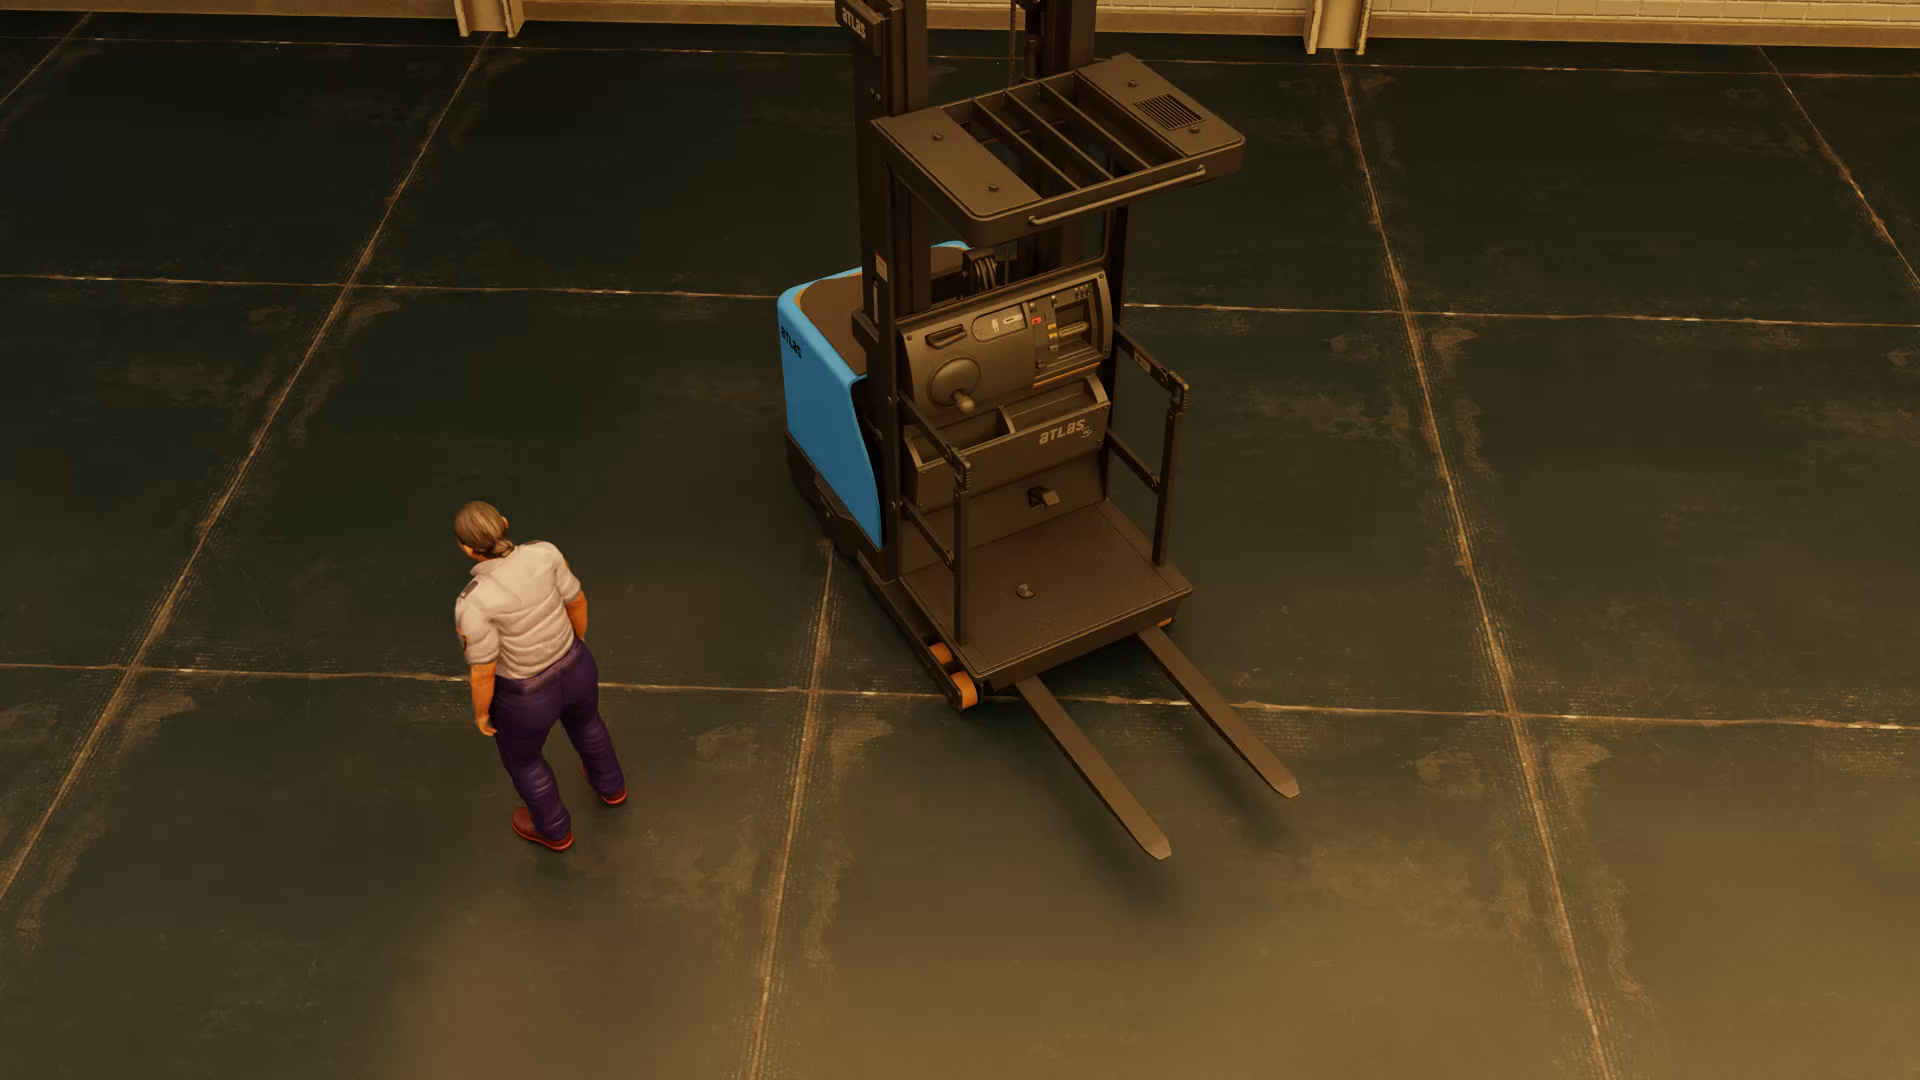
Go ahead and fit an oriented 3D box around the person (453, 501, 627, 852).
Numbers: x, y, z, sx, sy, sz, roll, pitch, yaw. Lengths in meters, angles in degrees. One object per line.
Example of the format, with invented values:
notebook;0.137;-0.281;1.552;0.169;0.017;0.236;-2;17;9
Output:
person;-1.557;0.504;6.142;0.370;1.651;0.566;28;50;28

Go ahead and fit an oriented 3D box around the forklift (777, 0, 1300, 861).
forklift;0.306;-0.711;6.522;1.130;2.935;3.031;-21;46;-21
